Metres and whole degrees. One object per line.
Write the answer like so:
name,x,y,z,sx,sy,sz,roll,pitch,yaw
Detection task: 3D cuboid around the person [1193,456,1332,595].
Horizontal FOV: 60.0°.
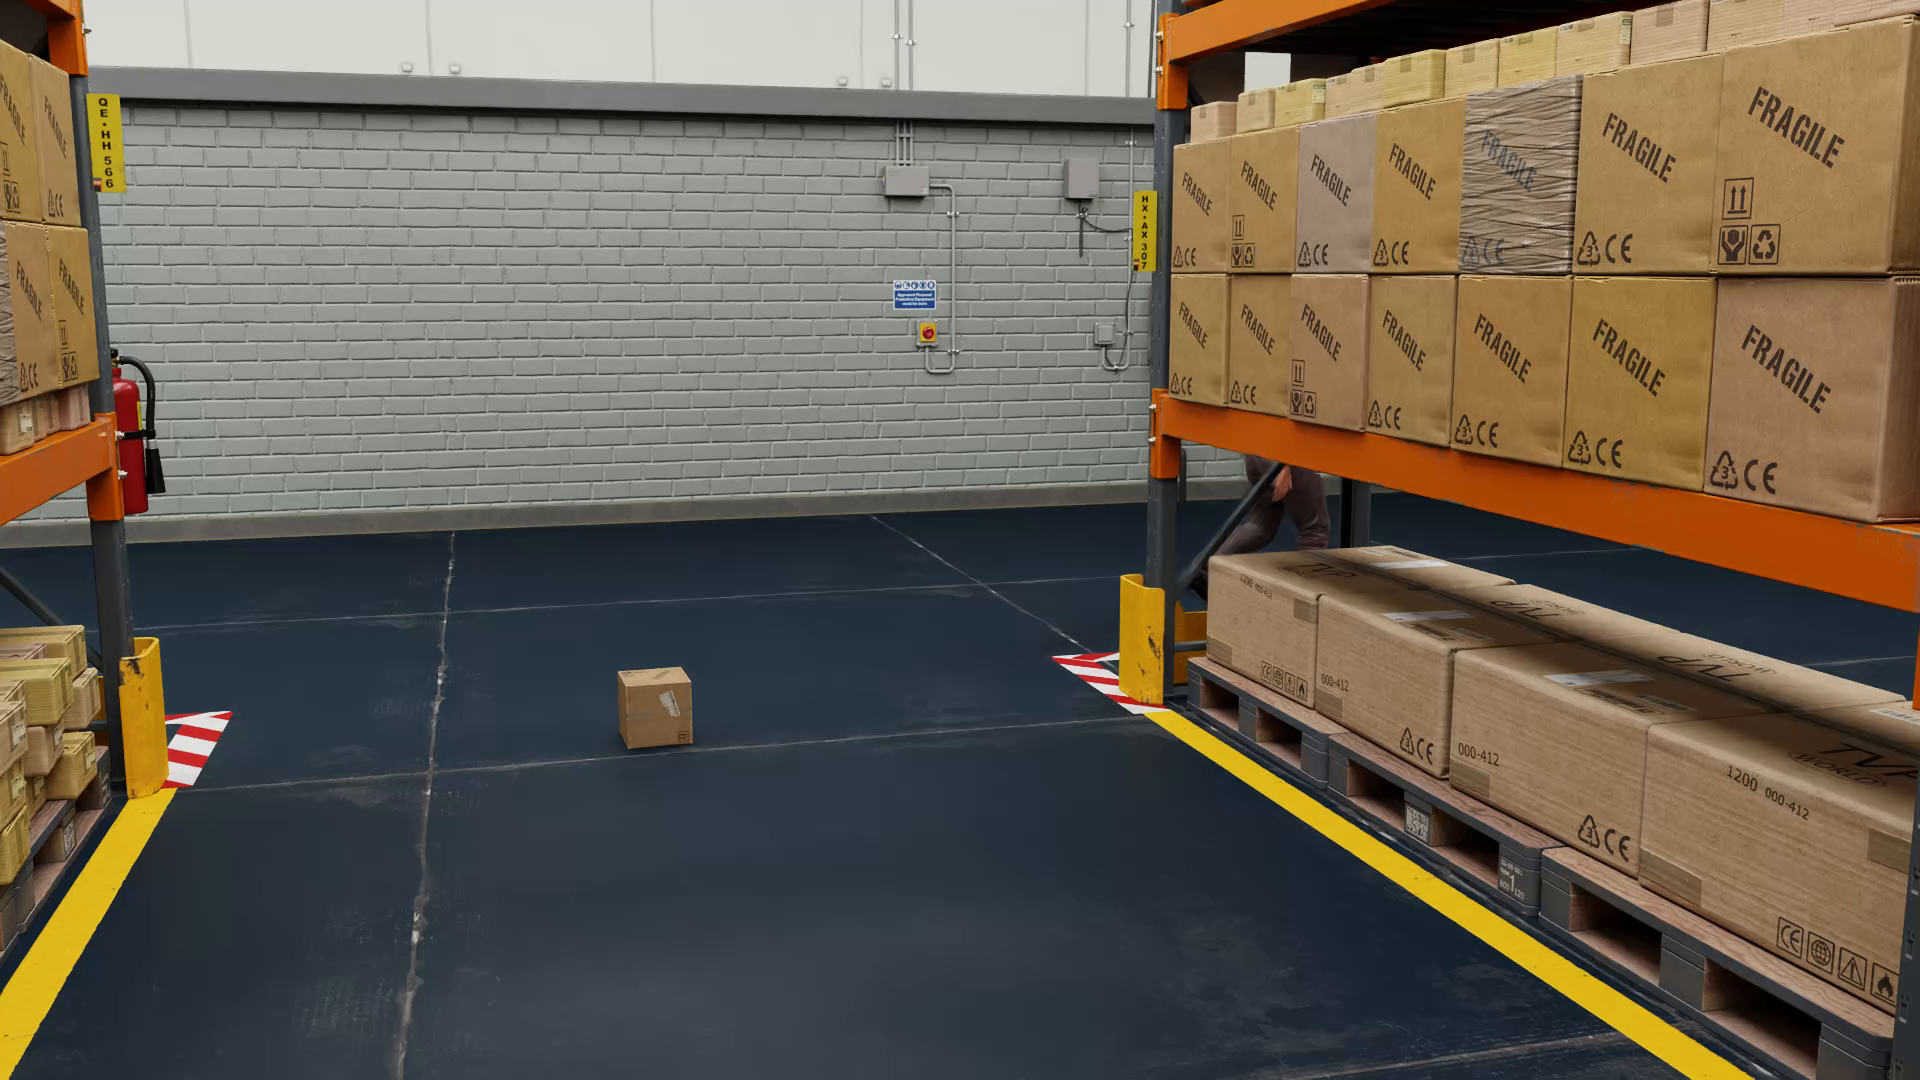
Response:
person,1.621,-0.410,8.484,0.828,1.695,0.560,-2,9,-11
